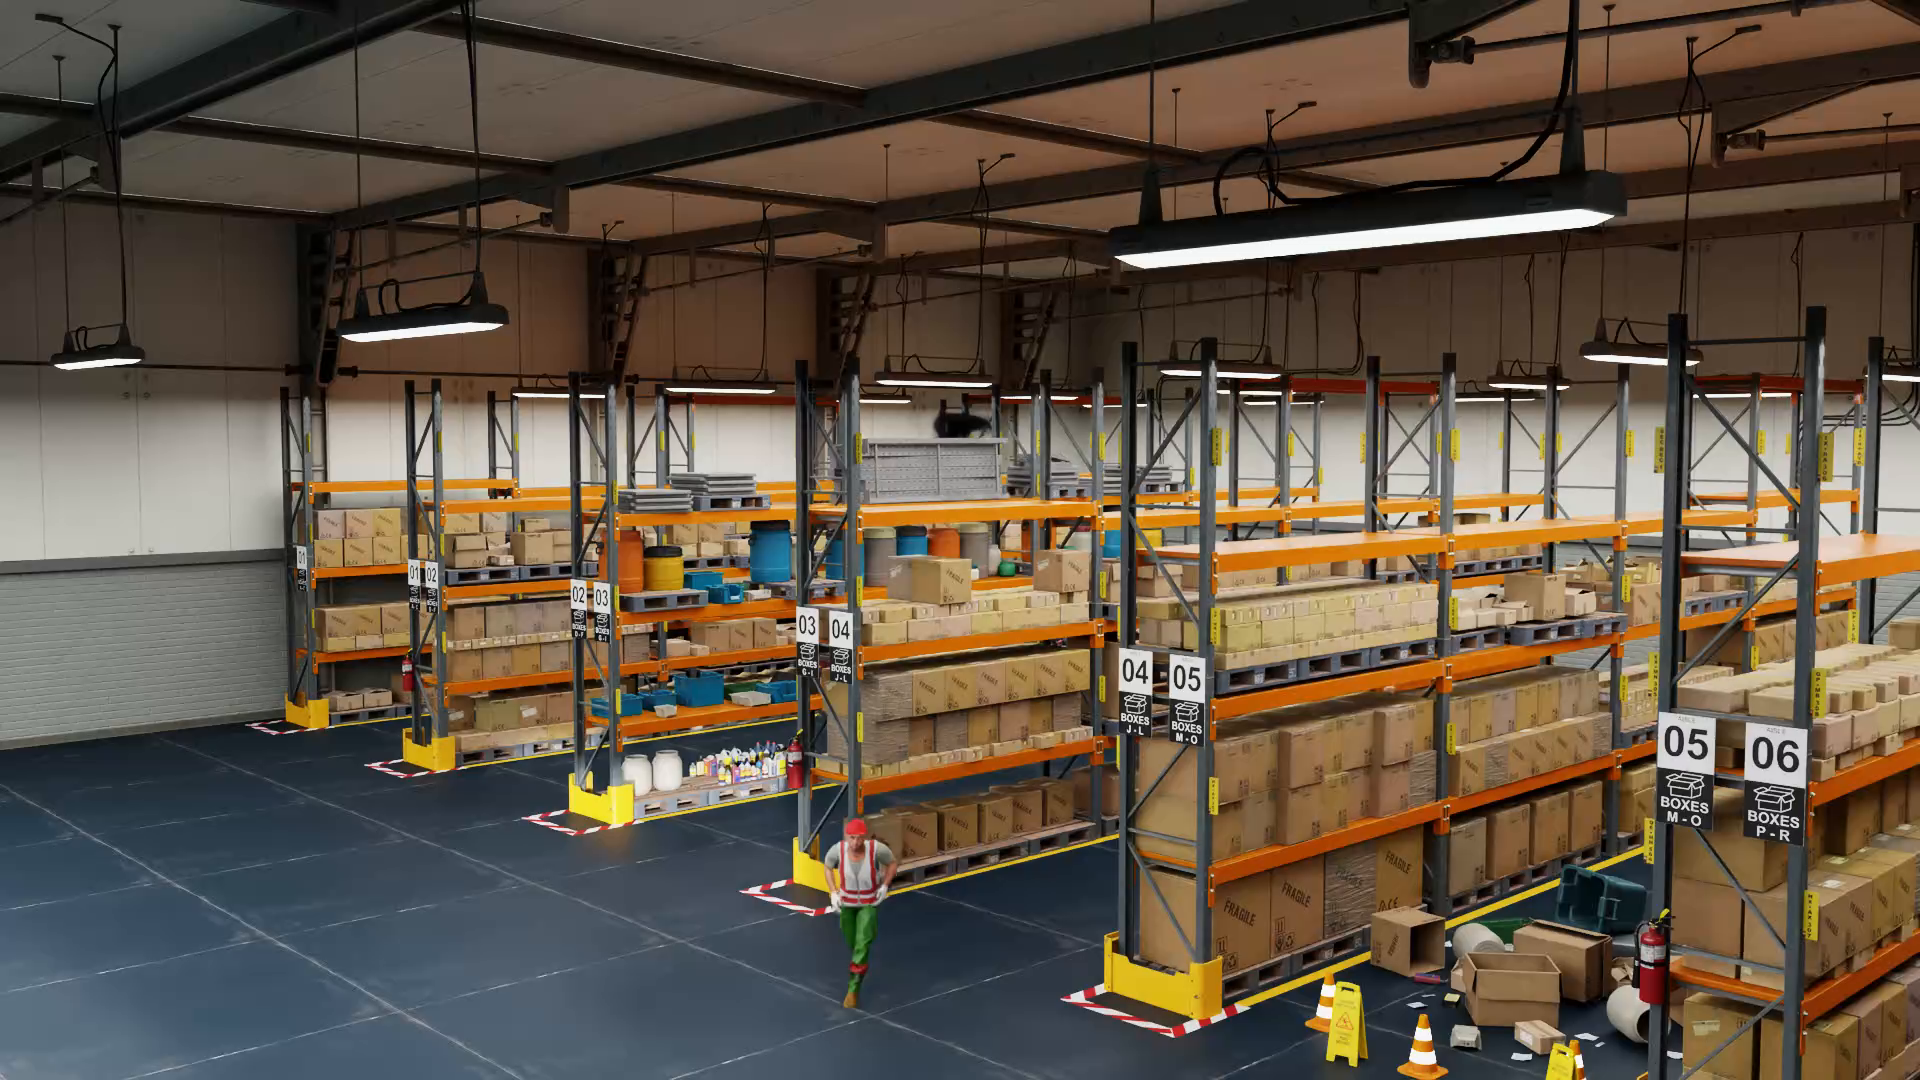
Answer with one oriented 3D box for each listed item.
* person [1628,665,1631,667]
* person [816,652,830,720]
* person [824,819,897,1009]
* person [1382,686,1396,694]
[{"bbox_3d":[10.302,2.735,25.515,0.568,1.619,0.571,3,5,43],"label":"person"},{"bbox_3d":[-2.154,2.545,28.269,0.564,1.575,0.858,3,5,43],"label":"person"},{"bbox_3d":[-0.915,3.348,15.326,0.669,1.731,0.989,0,4,-2],"label":"person"},{"bbox_3d":[6.012,2.852,23.300,0.703,1.681,0.827,-2,4,-22],"label":"person"}]
